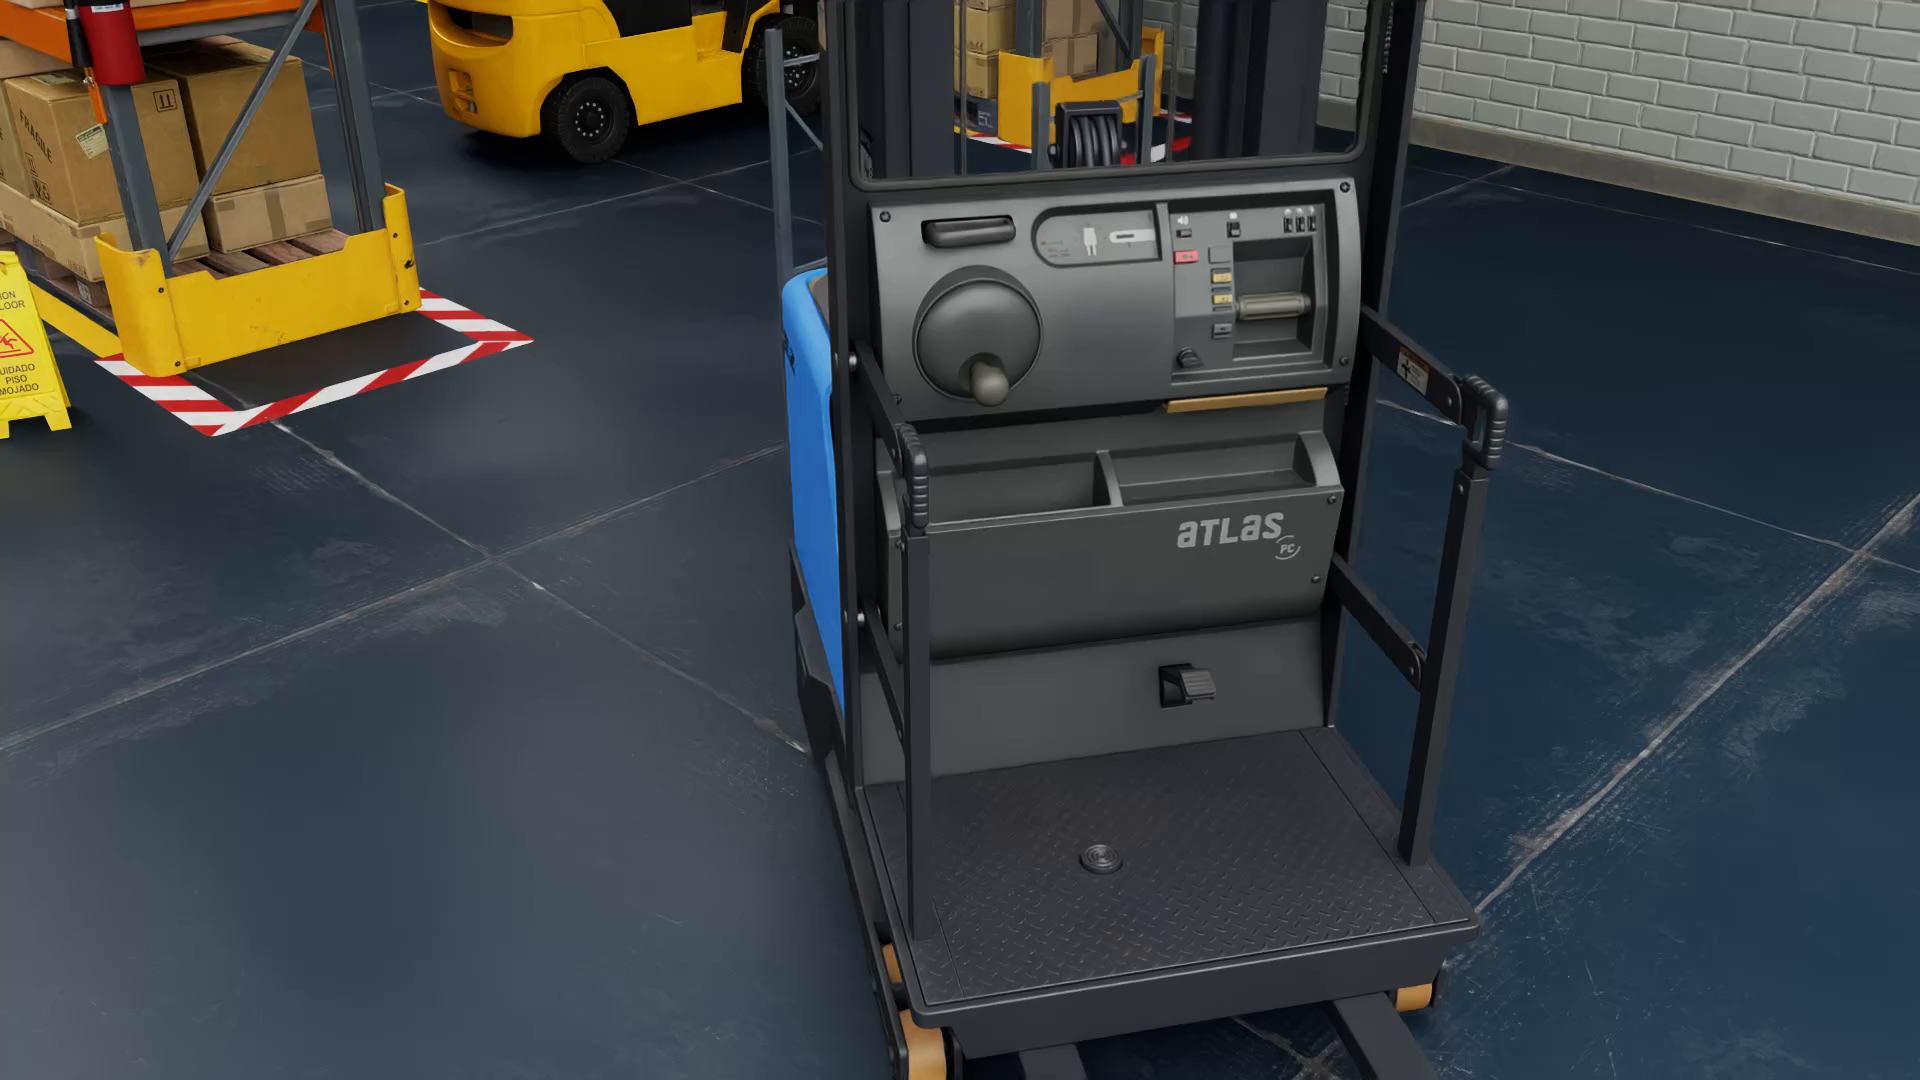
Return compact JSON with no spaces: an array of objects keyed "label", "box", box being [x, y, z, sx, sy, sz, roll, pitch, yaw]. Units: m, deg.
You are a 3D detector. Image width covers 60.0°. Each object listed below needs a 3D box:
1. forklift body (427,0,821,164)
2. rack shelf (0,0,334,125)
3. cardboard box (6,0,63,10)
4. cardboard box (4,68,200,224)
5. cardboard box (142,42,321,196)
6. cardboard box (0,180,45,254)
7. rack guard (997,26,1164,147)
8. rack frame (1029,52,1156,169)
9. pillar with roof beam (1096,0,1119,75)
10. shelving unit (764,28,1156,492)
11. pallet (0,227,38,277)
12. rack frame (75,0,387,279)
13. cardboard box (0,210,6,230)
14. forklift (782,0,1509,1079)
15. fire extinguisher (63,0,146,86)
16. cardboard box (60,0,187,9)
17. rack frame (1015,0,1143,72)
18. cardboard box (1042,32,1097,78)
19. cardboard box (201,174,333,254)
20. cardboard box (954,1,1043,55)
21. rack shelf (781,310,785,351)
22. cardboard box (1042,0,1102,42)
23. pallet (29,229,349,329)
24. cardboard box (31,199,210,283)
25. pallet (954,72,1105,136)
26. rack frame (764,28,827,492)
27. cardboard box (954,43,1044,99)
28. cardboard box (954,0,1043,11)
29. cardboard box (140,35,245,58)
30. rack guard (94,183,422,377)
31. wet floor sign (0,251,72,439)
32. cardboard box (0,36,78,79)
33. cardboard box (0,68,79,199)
[{"label":"forklift body","box":[-1.924,-3.457,9.513,1.214,2.155,2.313,25,36,38]},{"label":"rack shelf","box":[-4.196,-2.505,7.564,4.000,0.370,1.077,25,36,38]},{"label":"cardboard box","box":[-3.445,-2.156,6.398,0.250,0.149,0.380,24,36,38]},{"label":"cardboard box","box":[-3.524,-1.646,6.855,0.500,0.500,0.500,25,37,39]},{"label":"cardboard box","box":[-3.169,-1.834,7.212,0.500,0.500,0.500,23,36,37]},{"label":"cardboard box","box":[-3.899,-1.486,7.356,0.500,0.250,0.500,25,37,39]},{"label":"rack guard","box":[0.724,-2.705,9.857,0.348,0.500,1.175,25,36,38]},{"label":"rack frame","box":[0.360,-0.592,4.764,0.032,1.500,0.500,23,35,36]},{"label":"pillar with roof beam","box":[-2.176,-5.572,6.178,0.400,9.000,9.100,25,36,38]},{"label":"shelving unit","box":[-0.017,-0.751,5.066,1.048,1.500,0.538,23,35,36]},{"label":"pallet","box":[-4.245,-1.636,8.135,1.213,0.211,1.003,25,36,38]},{"label":"rack frame","box":[-2.770,-2.171,6.155,0.127,3.000,1.000,25,36,38]},{"label":"cardboard box","box":[-4.276,-1.655,7.677,0.500,0.250,0.500,23,35,37]},{"label":"forklift","box":[0.350,-0.421,2.902,1.130,2.935,3.031,-6,28,-11]},{"label":"fire extinguisher","box":[-3.012,-1.946,5.811,0.183,0.674,0.296,25,36,38]},{"label":"cardboard box","box":[-3.187,-2.111,6.311,0.380,0.149,0.250,-24,36,-38]},{"label":"rack frame","box":[0.707,-3.819,9.290,0.127,3.000,1.000,25,36,38]},{"label":"cardboard box","box":[0.494,-3.013,10.261,0.500,0.250,0.500,25,37,39]},{"label":"cardboard box","box":[-3.151,-1.495,7.372,0.500,0.250,0.500,24,36,38]},{"label":"cardboard box","box":[0.141,-3.064,9.821,0.500,0.250,0.500,24,36,38]},{"label":"rack shelf","box":[-0.017,-0.591,5.150,1.000,0.185,0.538,23,35,36]},{"label":"cardboard box","box":[0.518,-3.232,10.139,0.500,0.250,0.500,-25,36,-38]},{"label":"pallet","box":[-3.379,-1.238,7.378,1.213,0.211,1.003,25,36,38]},{"label":"cardboard box","box":[-3.552,-1.322,7.044,0.500,0.250,0.500,24,36,38]},{"label":"pallet","box":[0.133,-2.821,10.387,1.213,0.211,1.003,25,36,38]},{"label":"rack frame","box":[-0.394,-0.909,5.368,0.032,1.500,0.500,23,35,36]},{"label":"cardboard box","box":[0.151,-2.836,9.925,0.500,0.250,0.500,25,37,39]},{"label":"cardboard box","box":[0.160,-3.277,9.689,0.500,0.250,0.500,-24,36,-38]},{"label":"cardboard box","box":[-3.545,-2.003,7.534,0.500,0.500,0.500,23,35,37]},{"label":"rack guard","box":[-2.824,-1.089,6.784,0.348,0.500,1.175,25,36,38]},{"label":"wet floor sign","box":[-3.385,-0.712,5.910,0.267,0.644,0.232,-13,30,-22]},{"label":"cardboard box","box":[-3.833,-2.031,6.890,0.380,0.149,0.250,-24,36,-38]},{"label":"cardboard box","box":[-3.899,-1.815,7.177,0.500,0.500,0.500,-24,36,-37]}]
